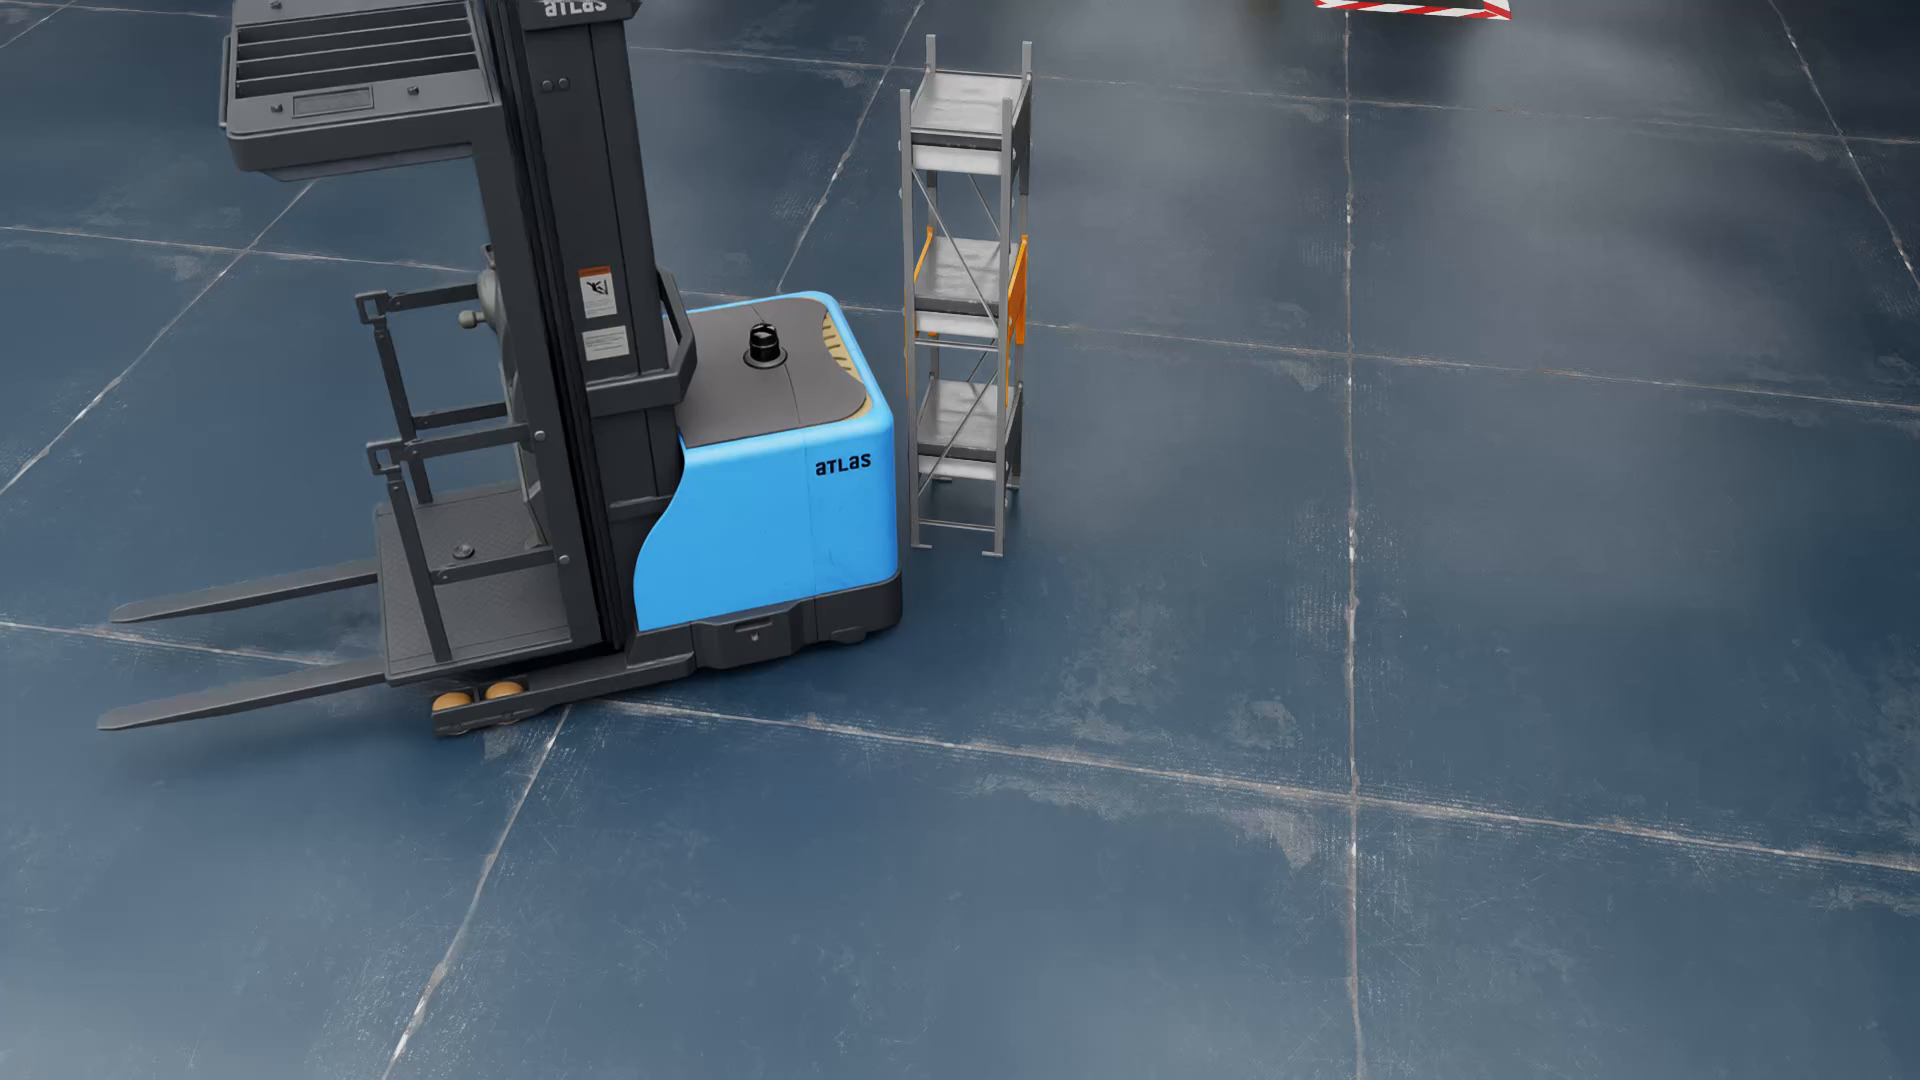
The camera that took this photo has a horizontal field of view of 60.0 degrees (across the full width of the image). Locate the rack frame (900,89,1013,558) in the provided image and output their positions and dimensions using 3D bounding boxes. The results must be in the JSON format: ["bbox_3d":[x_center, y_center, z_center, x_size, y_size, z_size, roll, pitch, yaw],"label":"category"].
[{"bbox_3d":[-0.014,-0.760,6.521,0.400,2.100,0.015,6,40,8],"label":"rack frame"}]

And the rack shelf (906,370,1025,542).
[{"bbox_3d":[0.029,-0.363,7.161,0.431,0.518,0.480,6,40,8],"label":"rack shelf"}]

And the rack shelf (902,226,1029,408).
[{"bbox_3d":[0.029,-0.903,6.715,0.431,0.518,0.480,6,40,8],"label":"rack shelf"}]

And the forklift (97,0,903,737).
[{"bbox_3d":[-1.808,-0.763,5.873,3.031,2.935,1.130,-11,41,-14],"label":"forklift"}]

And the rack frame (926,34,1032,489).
[{"bbox_3d":[0.071,-1.066,6.892,0.400,2.100,0.015,6,40,8],"label":"rack frame"}]

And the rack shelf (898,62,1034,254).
[{"bbox_3d":[0.029,-1.442,6.269,0.431,0.518,0.480,6,40,8],"label":"rack shelf"}]

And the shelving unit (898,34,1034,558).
[{"bbox_3d":[0.029,-0.913,6.707,0.431,2.100,0.503,6,40,8],"label":"shelving unit"}]
